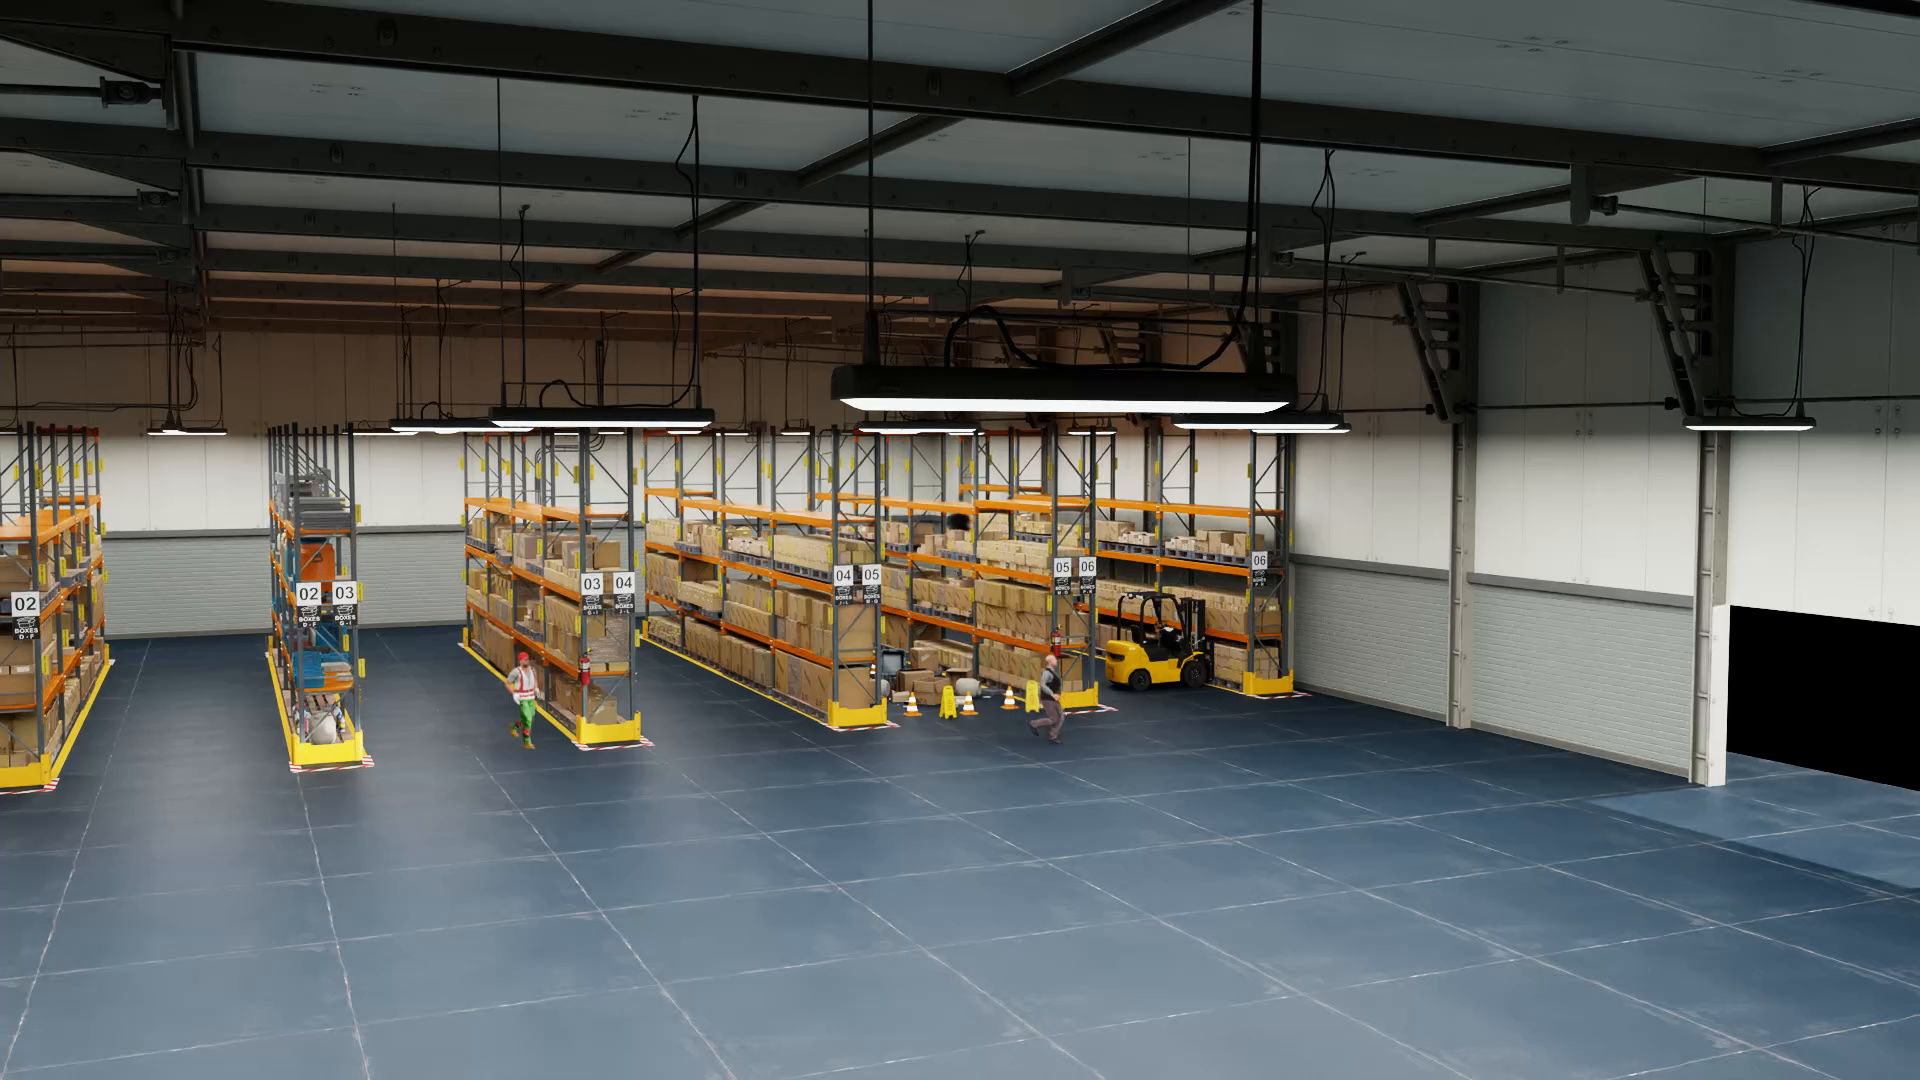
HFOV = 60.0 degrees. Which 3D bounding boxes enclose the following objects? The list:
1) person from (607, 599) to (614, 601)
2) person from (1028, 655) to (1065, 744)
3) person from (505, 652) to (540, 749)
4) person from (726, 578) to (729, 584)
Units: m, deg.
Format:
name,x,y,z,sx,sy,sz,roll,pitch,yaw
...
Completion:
name,x,y,z,sx,sy,sz,roll,pitch,yaw
person,-9.993,2.041,47.008,0.603,1.712,0.690,-1,4,-15
person,1.635,2.988,31.208,0.688,1.673,0.673,1,4,17
person,-8.147,2.959,30.878,0.779,1.791,0.662,3,5,40
person,-6.995,1.888,50.435,0.575,1.535,0.539,-3,5,-45
